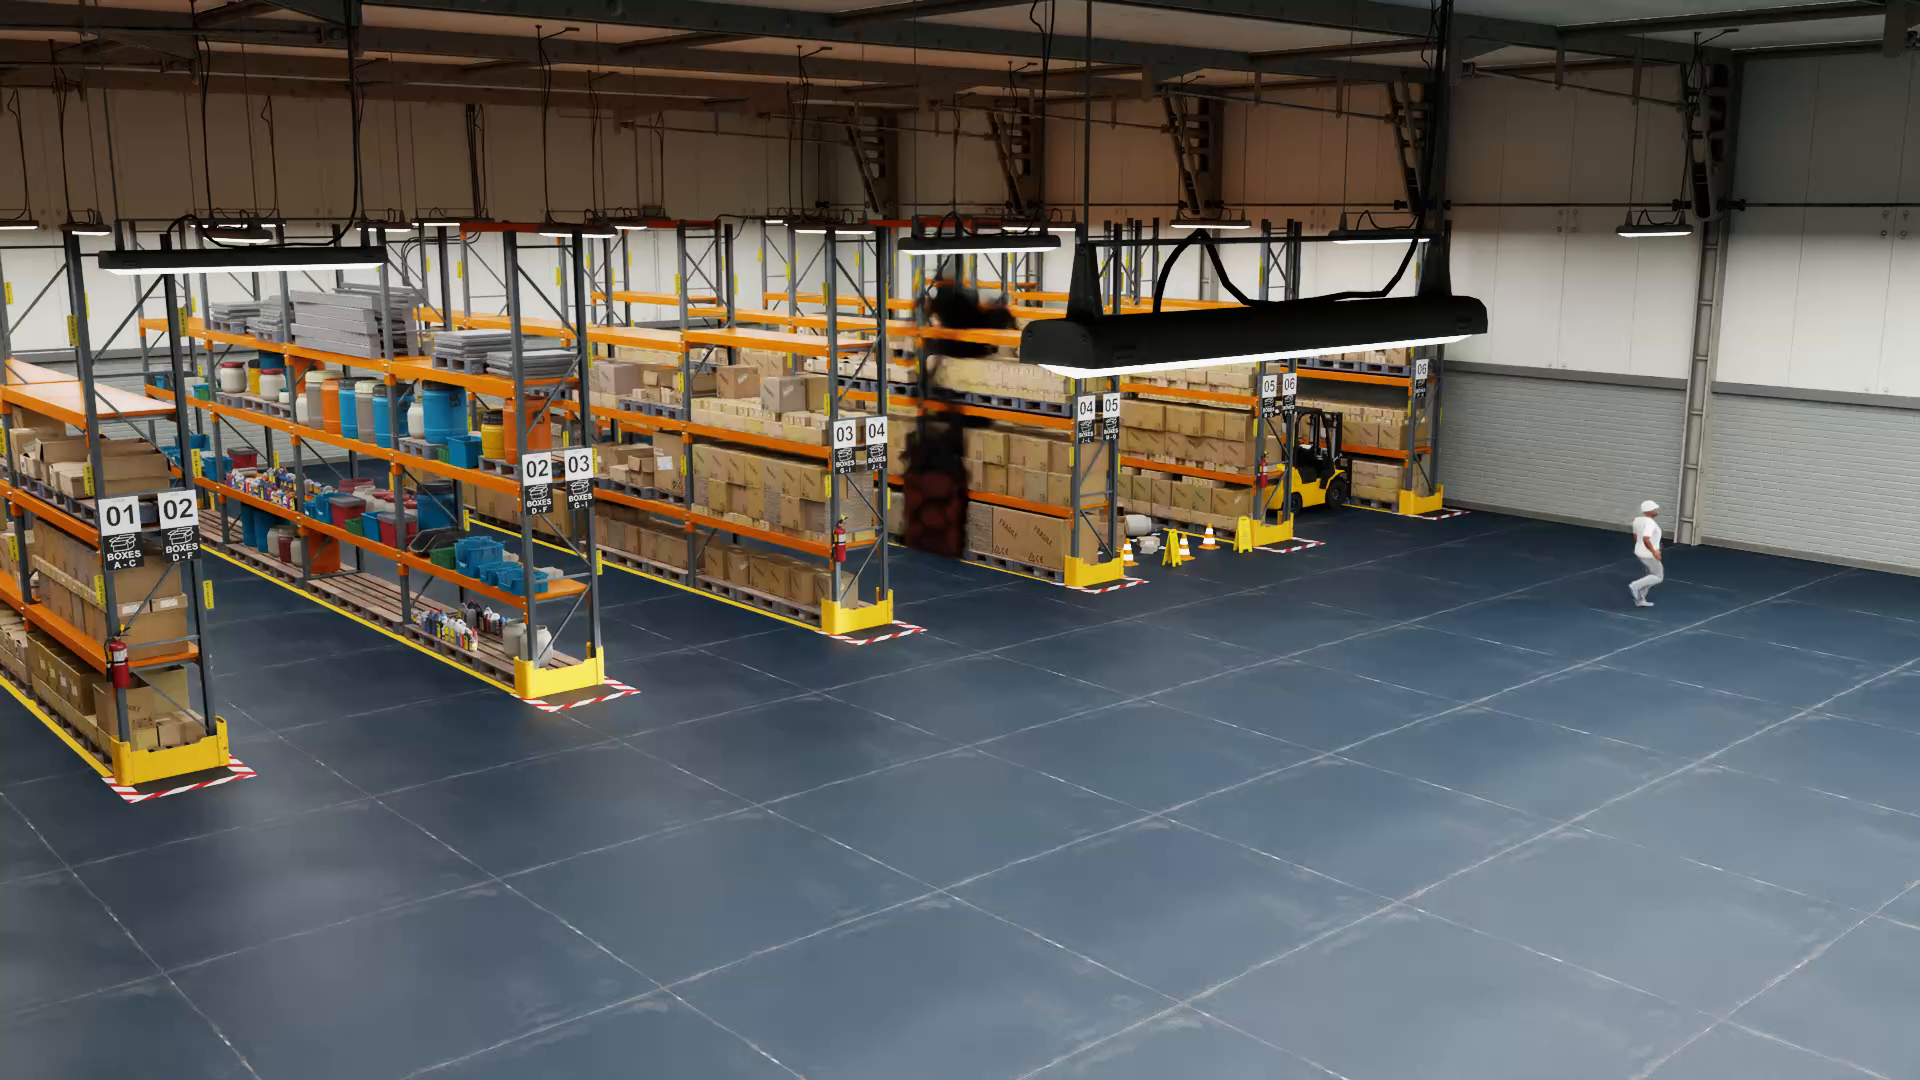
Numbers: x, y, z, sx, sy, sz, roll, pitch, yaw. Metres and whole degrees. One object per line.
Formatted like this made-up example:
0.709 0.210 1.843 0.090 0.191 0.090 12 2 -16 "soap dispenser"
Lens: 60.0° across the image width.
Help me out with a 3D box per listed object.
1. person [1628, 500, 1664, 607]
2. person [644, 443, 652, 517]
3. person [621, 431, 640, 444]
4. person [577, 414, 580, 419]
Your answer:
10.925 0.218 26.447 0.584 1.714 0.703 0 11 0 "person"
-6.247 -1.133 33.290 0.592 1.651 0.539 -10 15 -42 "person"
-8.201 -2.735 41.335 0.676 1.679 0.673 0 11 -2 "person"
-8.629 -2.037 37.767 0.693 1.668 0.514 -8 14 -36 "person"
